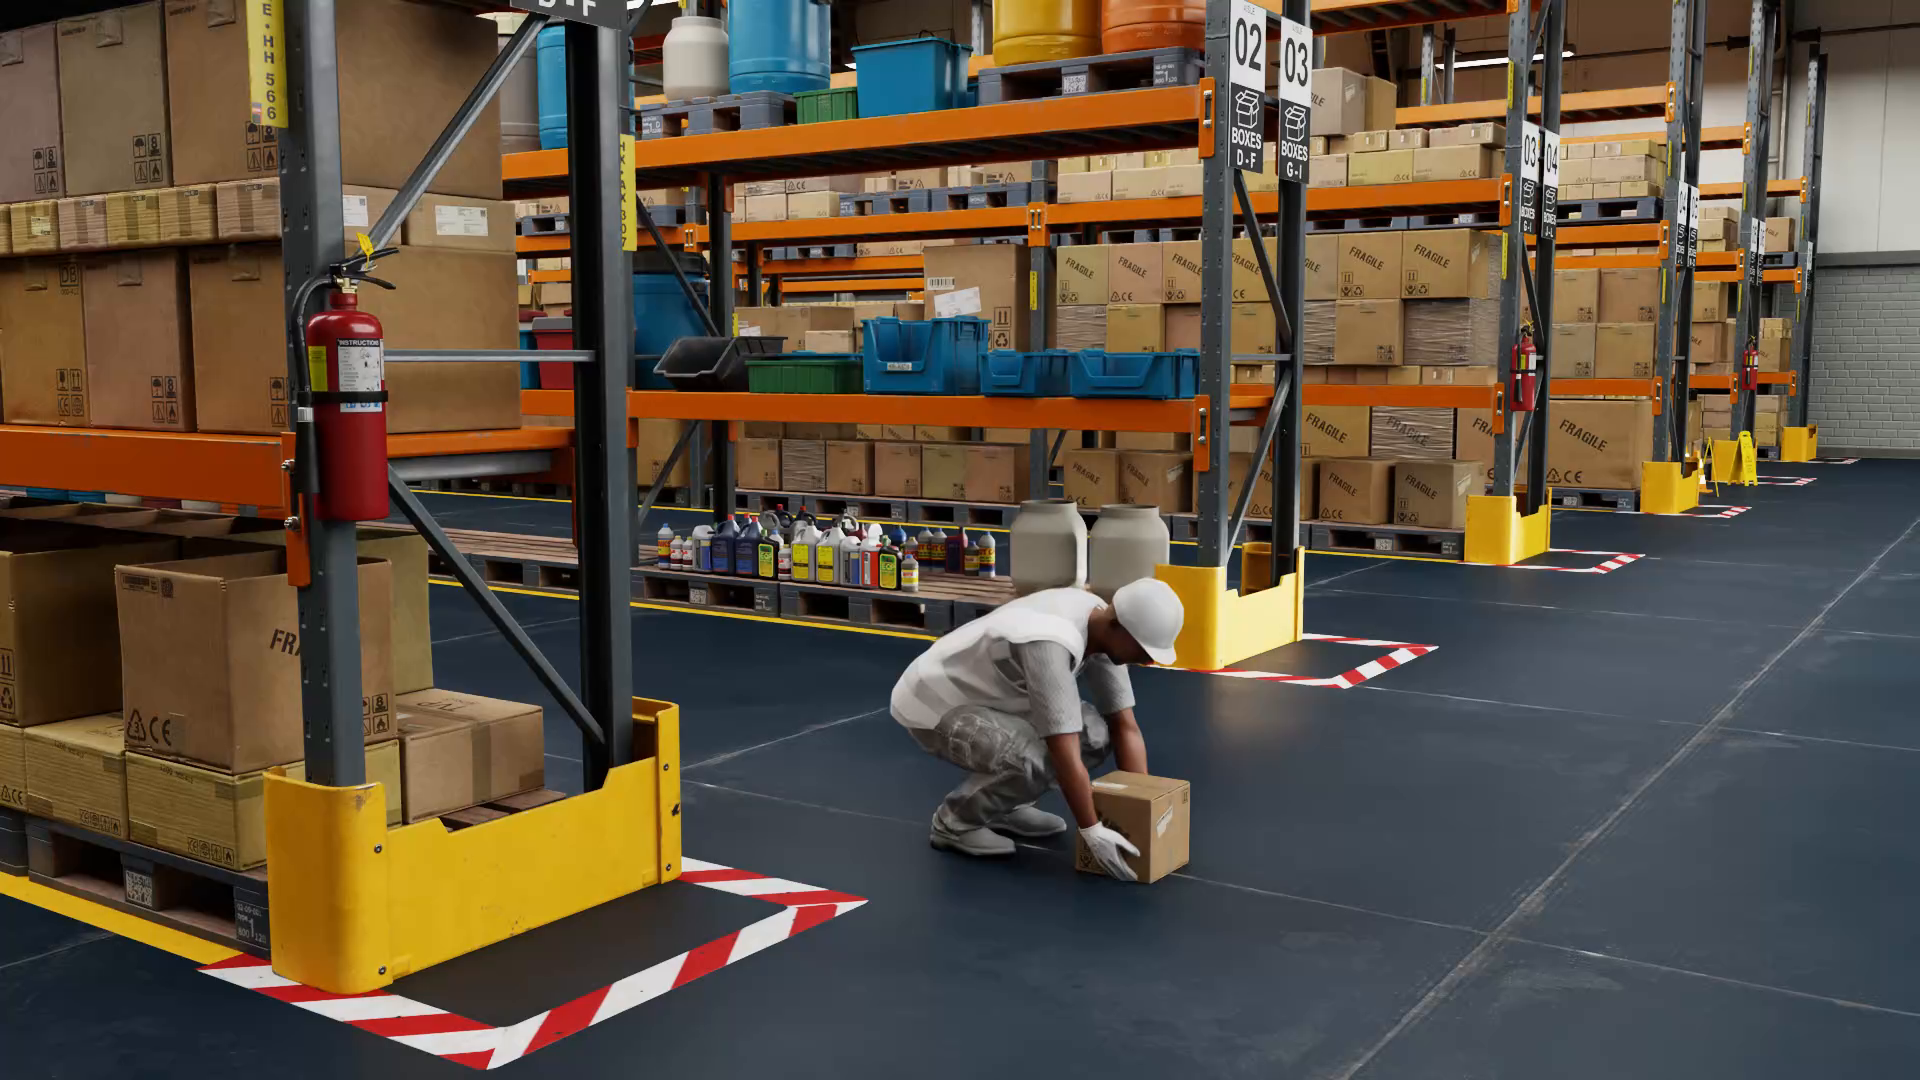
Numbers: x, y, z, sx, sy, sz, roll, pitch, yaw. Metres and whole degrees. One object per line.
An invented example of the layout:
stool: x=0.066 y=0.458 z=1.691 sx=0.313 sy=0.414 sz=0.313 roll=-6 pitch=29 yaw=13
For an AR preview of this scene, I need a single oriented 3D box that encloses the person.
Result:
person: x=0.244 y=0.533 z=5.102 sx=0.909 sy=0.883 sz=0.576 roll=4 pitch=7 yaw=34
